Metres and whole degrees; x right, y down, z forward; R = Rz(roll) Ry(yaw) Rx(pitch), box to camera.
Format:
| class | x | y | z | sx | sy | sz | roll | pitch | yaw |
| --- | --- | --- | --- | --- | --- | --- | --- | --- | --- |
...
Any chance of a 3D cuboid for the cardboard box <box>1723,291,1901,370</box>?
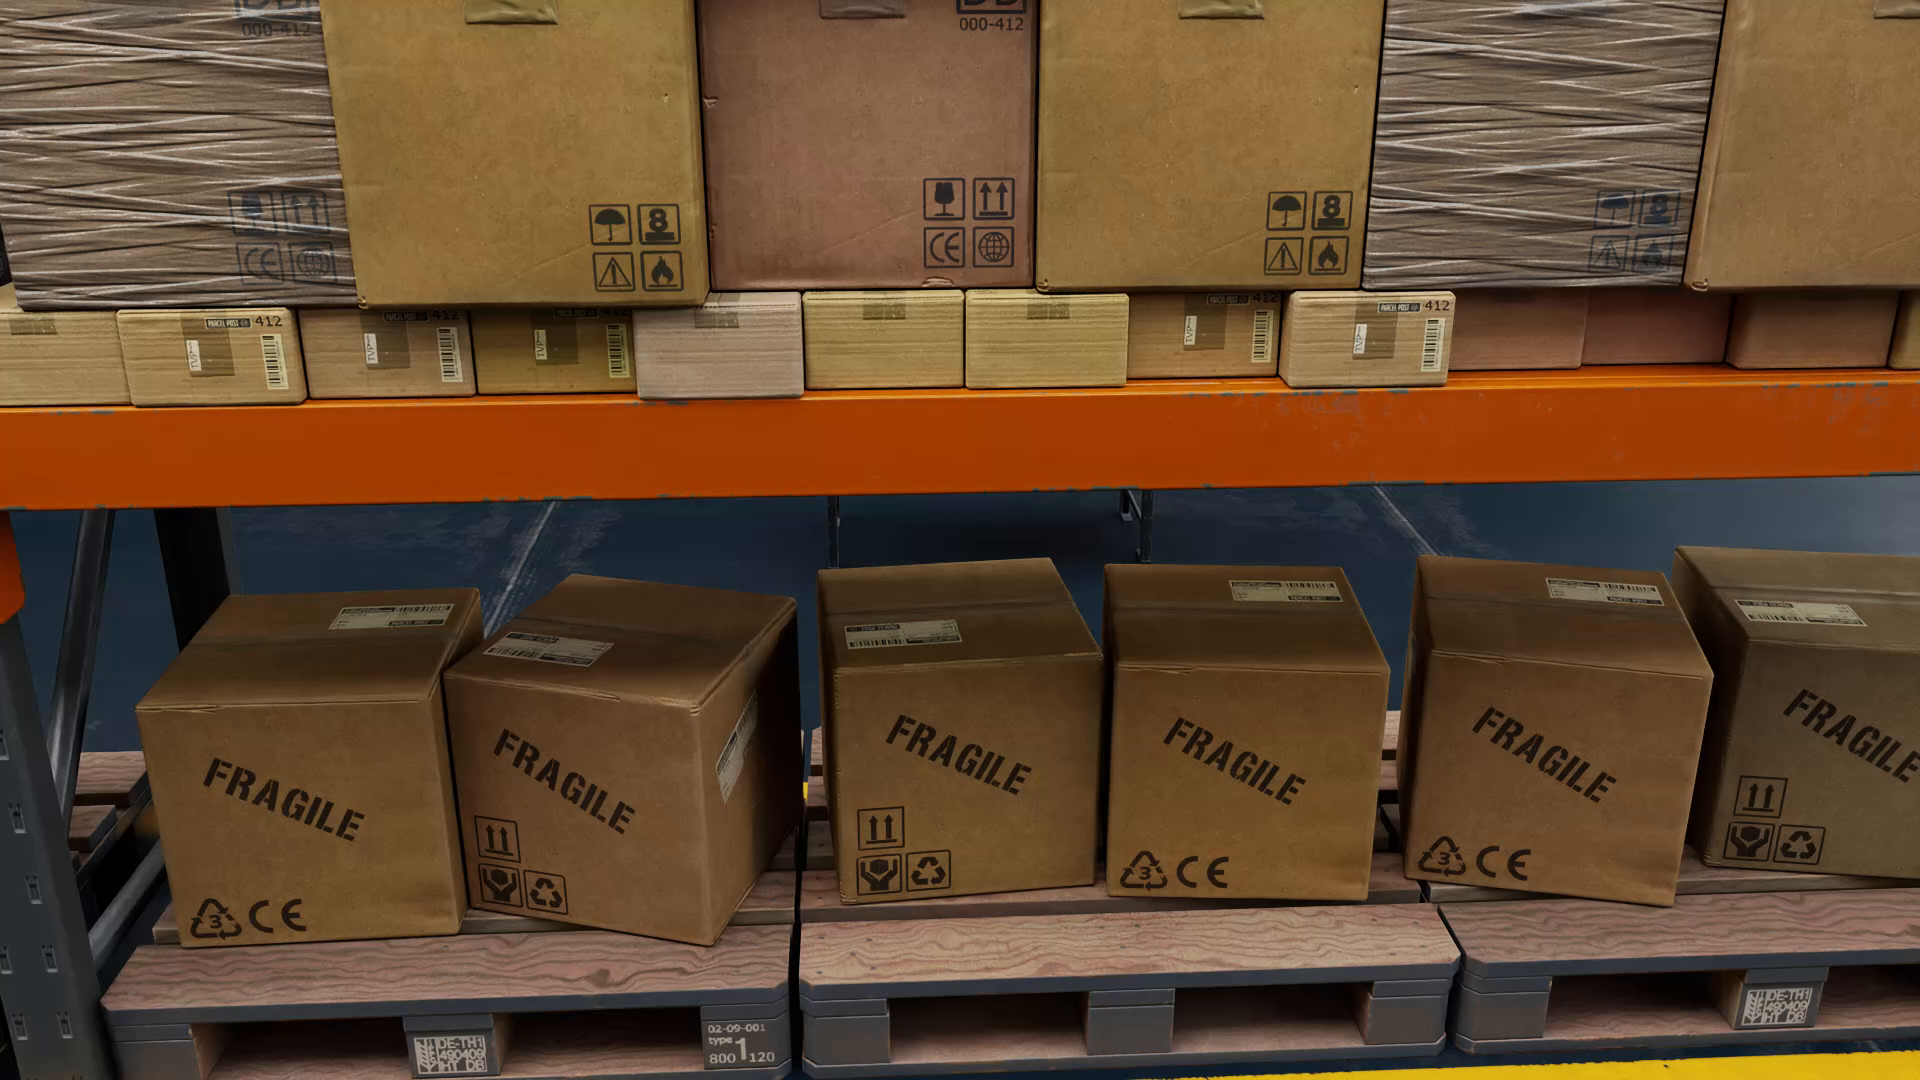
| class | x | y | z | sx | sy | sz | roll | pitch | yaw |
| --- | --- | --- | --- | --- | --- | --- | --- | --- | --- |
| cardboard box | 1.369 | -0.411 | 2.839 | 0.250 | 0.149 | 0.380 | -1 | 21 | -3 |

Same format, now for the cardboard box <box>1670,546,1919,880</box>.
| class | x | y | z | sx | sy | sz | roll | pitch | yaw |
| --- | --- | --- | --- | --- | --- | --- | --- | --- | --- |
| cardboard box | 1.764 | 0.343 | 3.427 | 0.500 | 0.500 | 0.500 | 3 | 21 | 7 |

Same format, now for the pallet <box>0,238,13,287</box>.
| class | x | y | z | sx | sy | sz | roll | pitch | yaw |
| --- | --- | --- | --- | --- | --- | --- | --- | --- | --- |
| pallet | -2.376 | -0.501 | 2.991 | 1.213 | 0.211 | 1.003 | -1 | 21 | -3 |

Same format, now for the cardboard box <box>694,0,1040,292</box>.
| class | x | y | z | sx | sy | sz | roll | pitch | yaw |
| --- | --- | --- | --- | --- | --- | --- | --- | --- | --- |
| cardboard box | -0.158 | -0.771 | 2.872 | 0.500 | 0.500 | 0.875 | -1 | 21 | -3 |

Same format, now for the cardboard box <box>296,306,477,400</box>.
| class | x | y | z | sx | sy | sz | roll | pitch | yaw |
| --- | --- | --- | --- | --- | --- | --- | --- | --- | --- |
| cardboard box | -0.875 | -0.350 | 2.678 | 0.250 | 0.149 | 0.380 | -1 | 21 | -3 |

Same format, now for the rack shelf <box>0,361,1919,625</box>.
| class | x | y | z | sx | sy | sz | roll | pitch | yaw |
| --- | --- | --- | --- | --- | --- | --- | --- | --- | --- |
| rack shelf | 0.392 | -0.259 | 3.096 | 4.000 | 0.370 | 1.077 | -1 | 21 | -3 |

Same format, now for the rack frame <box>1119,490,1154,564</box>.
| class | x | y | z | sx | sy | sz | roll | pitch | yaw |
| --- | --- | --- | --- | --- | --- | --- | --- | --- | --- |
| rack frame | 0.593 | -0.713 | 5.386 | 0.032 | 1.500 | 0.500 | -1 | 21 | -3 |

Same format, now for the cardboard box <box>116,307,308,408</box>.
| class | x | y | z | sx | sy | sz | roll | pitch | yaw |
| --- | --- | --- | --- | --- | --- | --- | --- | --- | --- |
| cardboard box | -1.123 | -0.335 | 2.638 | 0.250 | 0.149 | 0.380 | -1 | 21 | -3 |

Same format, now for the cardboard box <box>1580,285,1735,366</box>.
| class | x | y | z | sx | sy | sz | roll | pitch | yaw |
| --- | --- | --- | --- | --- | --- | --- | --- | --- | --- |
| cardboard box | 1.117 | -0.421 | 2.864 | 0.250 | 0.149 | 0.380 | -1 | 21 | -3 |

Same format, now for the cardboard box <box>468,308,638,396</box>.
| class | x | y | z | sx | sy | sz | roll | pitch | yaw |
| --- | --- | --- | --- | --- | --- | --- | --- | --- | --- |
| cardboard box | -0.626 | -0.358 | 2.700 | 0.250 | 0.149 | 0.380 | -1 | 21 | -3 |

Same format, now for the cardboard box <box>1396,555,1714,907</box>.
| class | x | y | z | sx | sy | sz | roll | pitch | yaw |
| --- | --- | --- | --- | --- | --- | --- | --- | --- | --- |
| cardboard box | 1.169 | 0.367 | 3.364 | 0.500 | 0.500 | 0.500 | 4 | 21 | 11 |

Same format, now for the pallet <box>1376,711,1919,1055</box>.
| class | x | y | z | sx | sy | sz | roll | pitch | yaw |
| --- | --- | --- | --- | --- | --- | --- | --- | --- | --- |
| pallet | 1.499 | 0.673 | 3.557 | 1.213 | 0.211 | 1.003 | -1 | 21 | -3 |

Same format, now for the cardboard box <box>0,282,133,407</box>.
| class | x | y | z | sx | sy | sz | roll | pitch | yaw |
| --- | --- | --- | --- | --- | --- | --- | --- | --- | --- |
| cardboard box | -1.373 | -0.335 | 2.637 | 0.250 | 0.149 | 0.380 | -1 | 21 | -3 |

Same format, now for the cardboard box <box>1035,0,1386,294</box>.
| class | x | y | z | sx | sy | sz | roll | pitch | yaw |
| --- | --- | --- | --- | --- | --- | --- | --- | --- | --- |
| cardboard box | 0.344 | -0.766 | 2.860 | 0.500 | 0.500 | 0.875 | -1 | 21 | -3 |

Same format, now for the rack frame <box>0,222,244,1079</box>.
| class | x | y | z | sx | sy | sz | roll | pitch | yaw |
| --- | --- | --- | --- | --- | --- | --- | --- | --- | --- |
| rack frame | -1.605 | -0.554 | 2.862 | 0.127 | 3.000 | 1.000 | -1 | 21 | -3 |

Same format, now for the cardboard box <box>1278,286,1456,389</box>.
| class | x | y | z | sx | sy | sz | roll | pitch | yaw |
| --- | --- | --- | --- | --- | --- | --- | --- | --- | --- |
| cardboard box | 0.624 | -0.371 | 2.734 | 0.250 | 0.149 | 0.380 | -1 | 21 | -3 |

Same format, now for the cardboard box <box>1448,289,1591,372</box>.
| class | x | y | z | sx | sy | sz | roll | pitch | yaw |
| --- | --- | --- | --- | --- | --- | --- | --- | --- | --- |
| cardboard box | 0.869 | -0.408 | 2.830 | 0.250 | 0.149 | 0.380 | -1 | 21 | -3 |

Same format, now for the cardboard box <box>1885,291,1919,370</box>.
| class | x | y | z | sx | sy | sz | roll | pitch | yaw |
| --- | --- | --- | --- | --- | --- | --- | --- | --- | --- |
| cardboard box | 1.619 | -0.411 | 2.838 | 0.250 | 0.149 | 0.380 | -1 | 21 | -3 |

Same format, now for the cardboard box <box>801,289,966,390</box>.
| class | x | y | z | sx | sy | sz | roll | pitch | yaw |
| --- | --- | --- | --- | --- | --- | --- | --- | --- | --- |
| cardboard box | -0.127 | -0.369 | 2.727 | 0.250 | 0.149 | 0.380 | -1 | 21 | -3 |

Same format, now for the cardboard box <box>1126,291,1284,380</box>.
| class | x | y | z | sx | sy | sz | roll | pitch | yaw |
| --- | --- | --- | --- | --- | --- | --- | --- | --- | --- |
| cardboard box | 0.370 | -0.391 | 2.785 | 0.250 | 0.149 | 0.380 | -1 | 21 | -3 |

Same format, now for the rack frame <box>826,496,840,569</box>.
| class | x | y | z | sx | sy | sz | roll | pitch | yaw |
| --- | --- | --- | --- | --- | --- | --- | --- | --- | --- |
| rack frame | -0.422 | -0.692 | 5.332 | 0.032 | 1.500 | 0.500 | -1 | 21 | -3 |

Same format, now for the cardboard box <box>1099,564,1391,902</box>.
| class | x | y | z | sx | sy | sz | roll | pitch | yaw |
| --- | --- | --- | --- | --- | --- | --- | --- | --- | --- |
| cardboard box | 0.543 | 0.373 | 3.348 | 0.500 | 0.500 | 0.500 | 1 | 21 | 2 |

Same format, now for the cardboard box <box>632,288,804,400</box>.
| class | x | y | z | sx | sy | sz | roll | pitch | yaw |
| --- | --- | --- | --- | --- | --- | --- | --- | --- | --- |
| cardboard box | -0.374 | -0.349 | 2.675 | 0.250 | 0.149 | 0.380 | -1 | 21 | -3 |

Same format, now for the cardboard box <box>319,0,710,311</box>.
| class | x | y | z | sx | sy | sz | roll | pitch | yaw |
| --- | --- | --- | --- | --- | --- | --- | --- | --- | --- |
| cardboard box | -0.651 | -0.725 | 2.751 | 0.500 | 0.500 | 0.875 | -1 | 21 | -3 |

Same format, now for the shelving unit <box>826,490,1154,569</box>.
| class | x | y | z | sx | sy | sz | roll | pitch | yaw |
| --- | --- | --- | --- | --- | --- | --- | --- | --- | --- |
| shelving unit | 0.085 | -0.703 | 5.359 | 1.048 | 1.500 | 0.538 | -1 | 21 | -3 |

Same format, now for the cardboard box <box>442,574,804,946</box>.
| class | x | y | z | sx | sy | sz | roll | pitch | yaw |
| --- | --- | --- | --- | --- | --- | --- | --- | --- | --- |
| cardboard box | -0.632 | 0.409 | 3.253 | 0.500 | 0.500 | 0.500 | 5 | 22 | 14 |

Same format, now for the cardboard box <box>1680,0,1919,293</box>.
| class | x | y | z | sx | sy | sz | roll | pitch | yaw |
| --- | --- | --- | --- | --- | --- | --- | --- | --- | --- |
| cardboard box | 1.345 | -0.767 | 2.862 | 0.500 | 0.500 | 0.875 | -1 | 21 | -3 |

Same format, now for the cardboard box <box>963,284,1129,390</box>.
| class | x | y | z | sx | sy | sz | roll | pitch | yaw |
| --- | --- | --- | --- | --- | --- | --- | --- | --- | --- |
| cardboard box | 0.123 | -0.370 | 2.730 | 0.250 | 0.149 | 0.380 | -1 | 21 | -3 |

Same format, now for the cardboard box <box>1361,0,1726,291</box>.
| class | x | y | z | sx | sy | sz | roll | pitch | yaw |
| --- | --- | --- | --- | --- | --- | --- | --- | --- | --- |
| cardboard box | 0.844 | -0.772 | 2.876 | 0.500 | 0.500 | 0.875 | -1 | 21 | -3 |

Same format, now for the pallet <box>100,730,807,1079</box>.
| class | x | y | z | sx | sy | sz | roll | pitch | yaw |
| --- | --- | --- | --- | --- | --- | --- | --- | --- | --- |
| pallet | -0.937 | 0.723 | 3.427 | 1.213 | 0.211 | 1.003 | -1 | 21 | -3 |

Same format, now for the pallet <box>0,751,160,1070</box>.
| class | x | y | z | sx | sy | sz | roll | pitch | yaw |
| --- | --- | --- | --- | --- | --- | --- | --- | --- | --- |
| pallet | -2.382 | 0.765 | 3.315 | 1.213 | 0.211 | 1.003 | -1 | 21 | -3 |

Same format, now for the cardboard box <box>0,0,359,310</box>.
| class | x | y | z | sx | sy | sz | roll | pitch | yaw |
| --- | --- | --- | --- | --- | --- | --- | --- | --- | --- |
| cardboard box | -1.152 | -0.727 | 2.757 | 0.500 | 0.500 | 0.875 | -1 | 21 | -3 |

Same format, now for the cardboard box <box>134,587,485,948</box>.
| class | x | y | z | sx | sy | sz | roll | pitch | yaw |
| --- | --- | --- | --- | --- | --- | --- | --- | --- | --- |
| cardboard box | -1.204 | 0.424 | 3.216 | 0.500 | 0.500 | 0.500 | -2 | 21 | -5 |

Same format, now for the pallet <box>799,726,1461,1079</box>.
| class | x | y | z | sx | sy | sz | roll | pitch | yaw |
| --- | --- | --- | --- | --- | --- | --- | --- | --- | --- |
| pallet | 0.284 | 0.697 | 3.495 | 1.213 | 0.211 | 1.003 | -1 | 21 | -3 |

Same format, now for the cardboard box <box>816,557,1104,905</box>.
| class | x | y | z | sx | sy | sz | roll | pitch | yaw |
| --- | --- | --- | --- | --- | --- | --- | --- | --- | --- |
| cardboard box | -0.017 | 0.369 | 3.360 | 0.500 | 0.500 | 0.500 | -3 | 21 | -8 |
